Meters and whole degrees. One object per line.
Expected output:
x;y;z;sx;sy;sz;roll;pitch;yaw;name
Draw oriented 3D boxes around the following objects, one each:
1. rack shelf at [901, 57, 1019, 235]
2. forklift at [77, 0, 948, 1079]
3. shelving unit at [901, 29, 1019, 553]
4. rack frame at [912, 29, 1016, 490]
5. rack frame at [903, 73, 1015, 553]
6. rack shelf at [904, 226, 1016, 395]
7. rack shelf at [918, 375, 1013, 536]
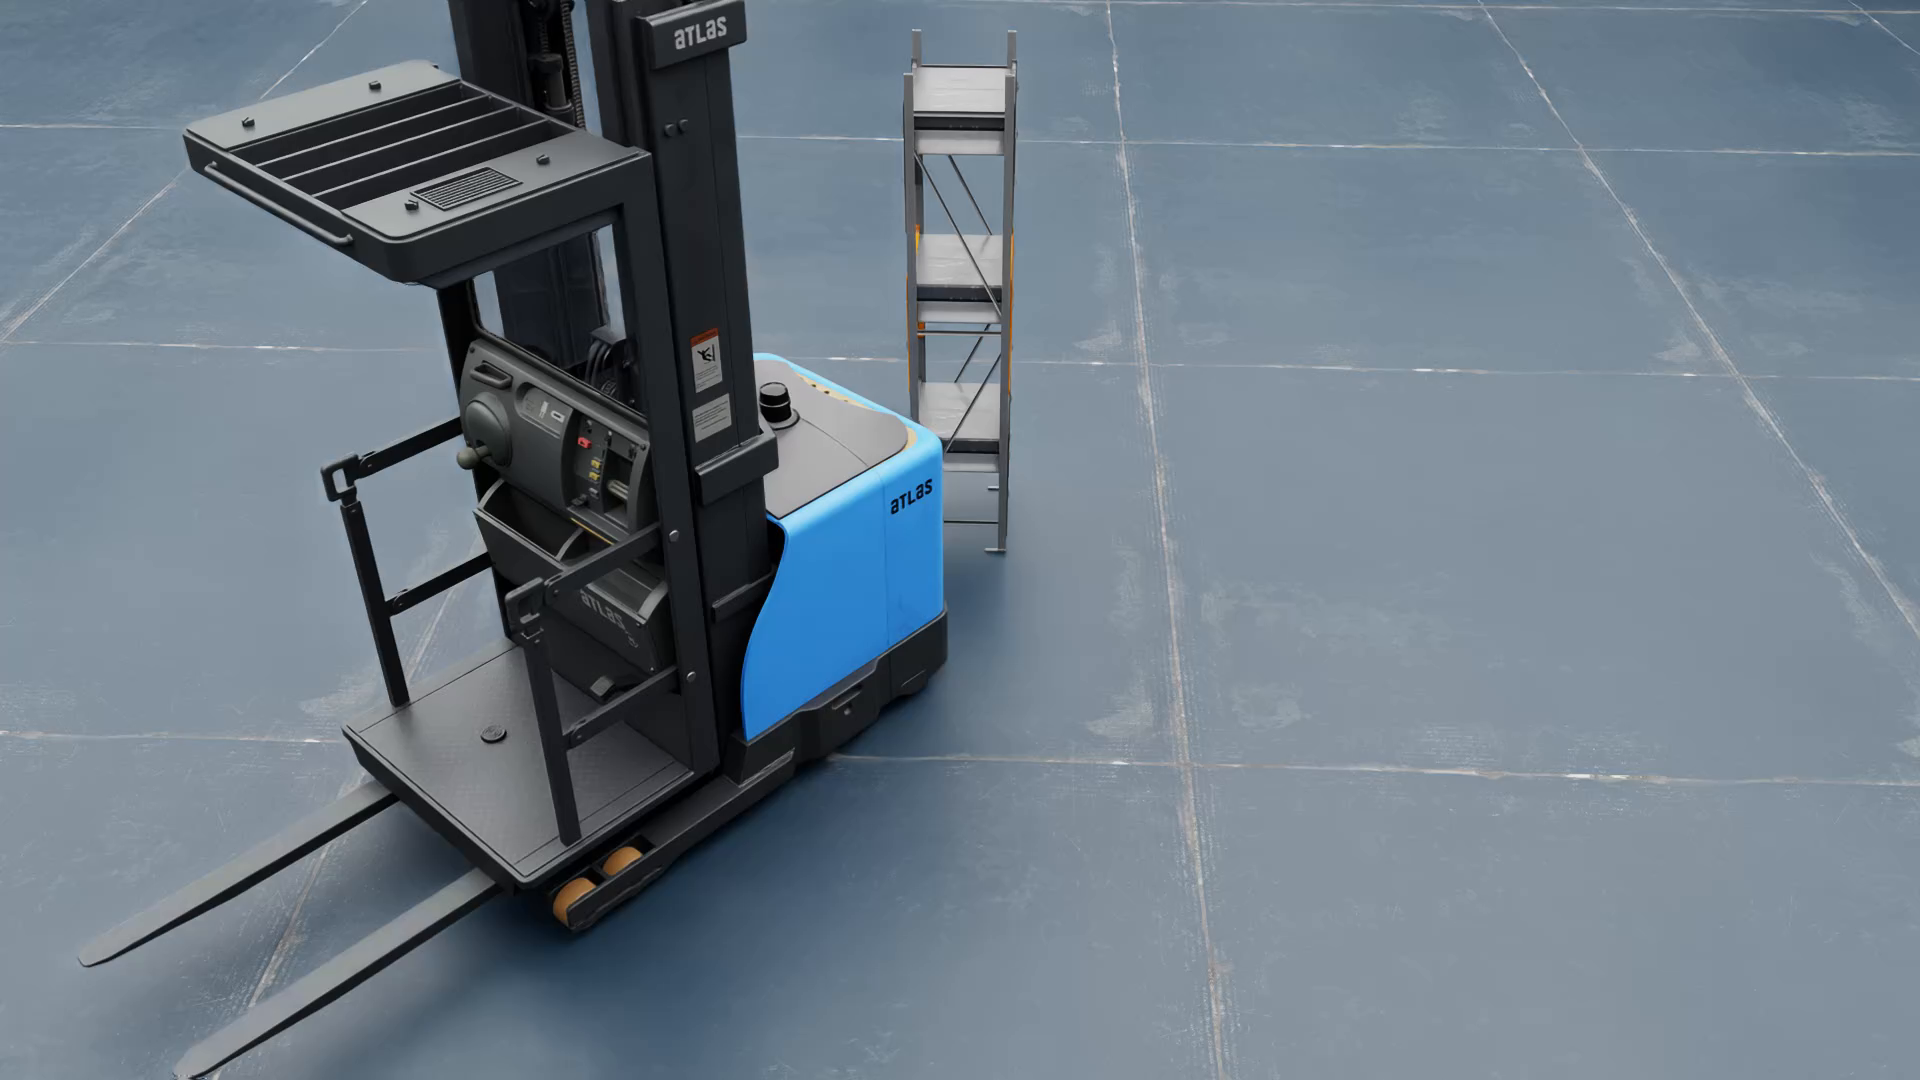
0.007;-1.516;6.387;0.431;0.518;0.480;1;35;2;rack shelf
-1.416;-0.258;5.068;1.130;2.935;3.031;28;44;34;forklift
0.007;-0.954;6.782;0.431;2.100;0.503;1;35;2;shelving unit
0.016;-1.094;6.981;0.400;2.100;0.015;1;35;2;rack frame
-0.003;-0.814;6.582;0.400;2.100;0.015;1;35;2;rack frame
0.007;-0.943;6.789;0.431;0.518;0.480;1;35;2;rack shelf
0.007;-0.370;7.192;0.431;0.518;0.480;1;35;2;rack shelf
